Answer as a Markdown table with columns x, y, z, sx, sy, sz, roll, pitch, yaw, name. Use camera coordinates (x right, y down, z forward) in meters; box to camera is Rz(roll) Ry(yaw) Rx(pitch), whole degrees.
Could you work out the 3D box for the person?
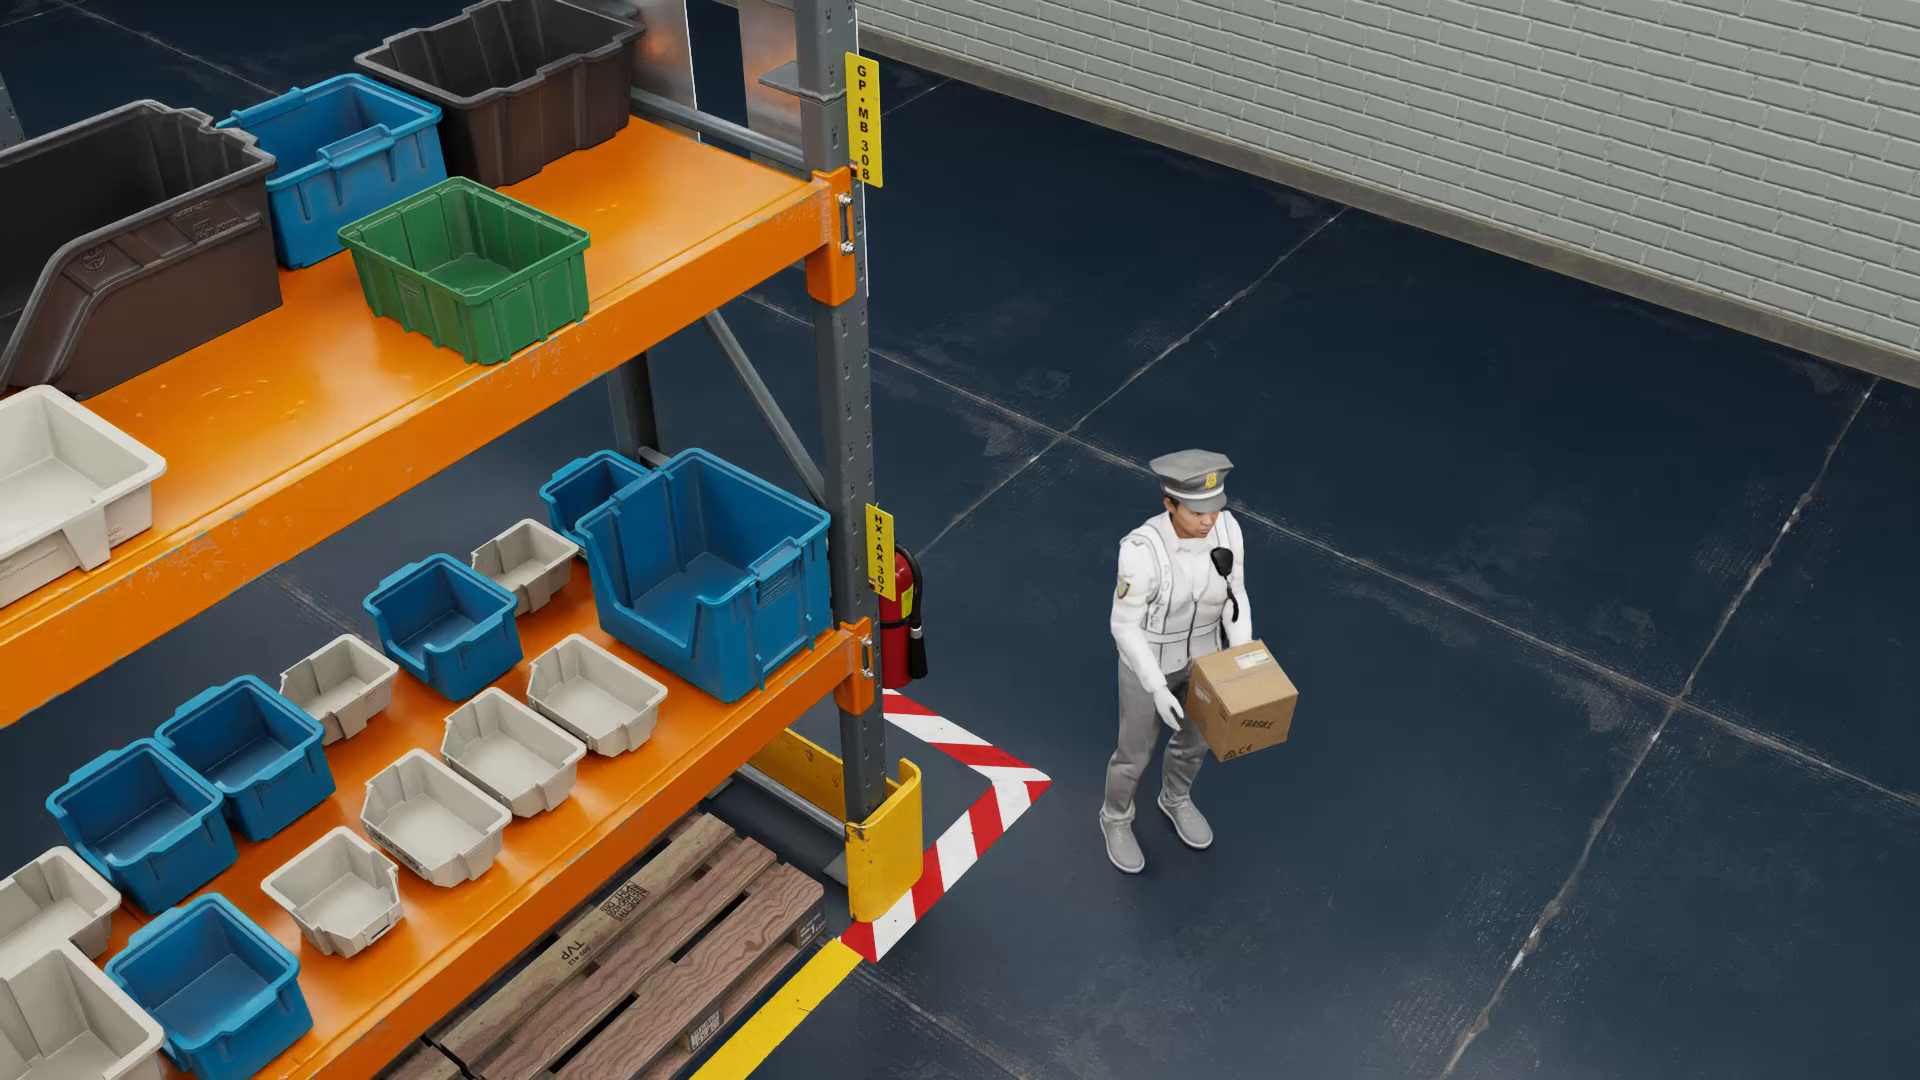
| x | y | z | sx | sy | sz | roll | pitch | yaw | name |
| --- | --- | --- | --- | --- | --- | --- | --- | --- | --- |
| 0.744 | 0.435 | 5.597 | 0.495 | 1.689 | 0.452 | -15 | 41 | -17 | person |
